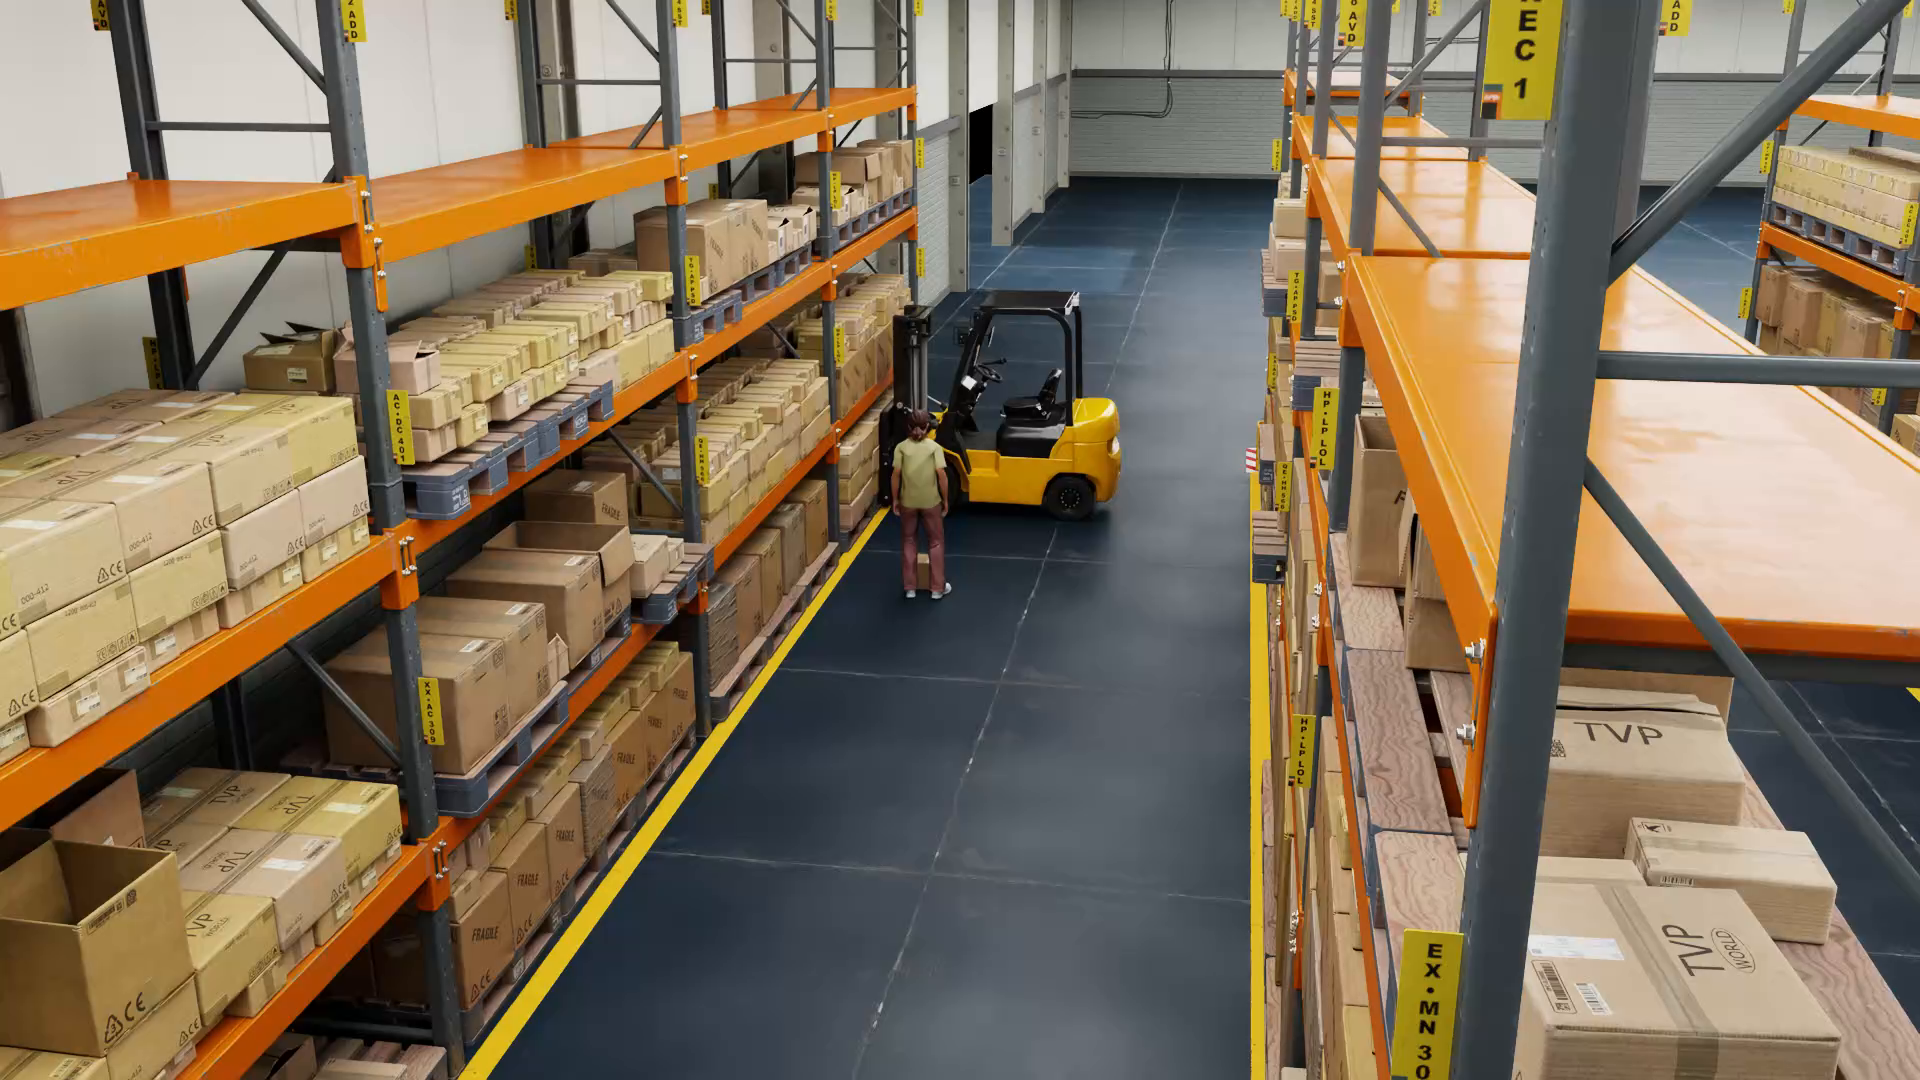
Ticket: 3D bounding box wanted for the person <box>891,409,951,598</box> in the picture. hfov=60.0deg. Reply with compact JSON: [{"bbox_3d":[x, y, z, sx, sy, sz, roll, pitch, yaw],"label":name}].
[{"bbox_3d":[-0.341,-0.314,14.471,0.502,1.671,0.364,2,18,6],"label":"person"}]
